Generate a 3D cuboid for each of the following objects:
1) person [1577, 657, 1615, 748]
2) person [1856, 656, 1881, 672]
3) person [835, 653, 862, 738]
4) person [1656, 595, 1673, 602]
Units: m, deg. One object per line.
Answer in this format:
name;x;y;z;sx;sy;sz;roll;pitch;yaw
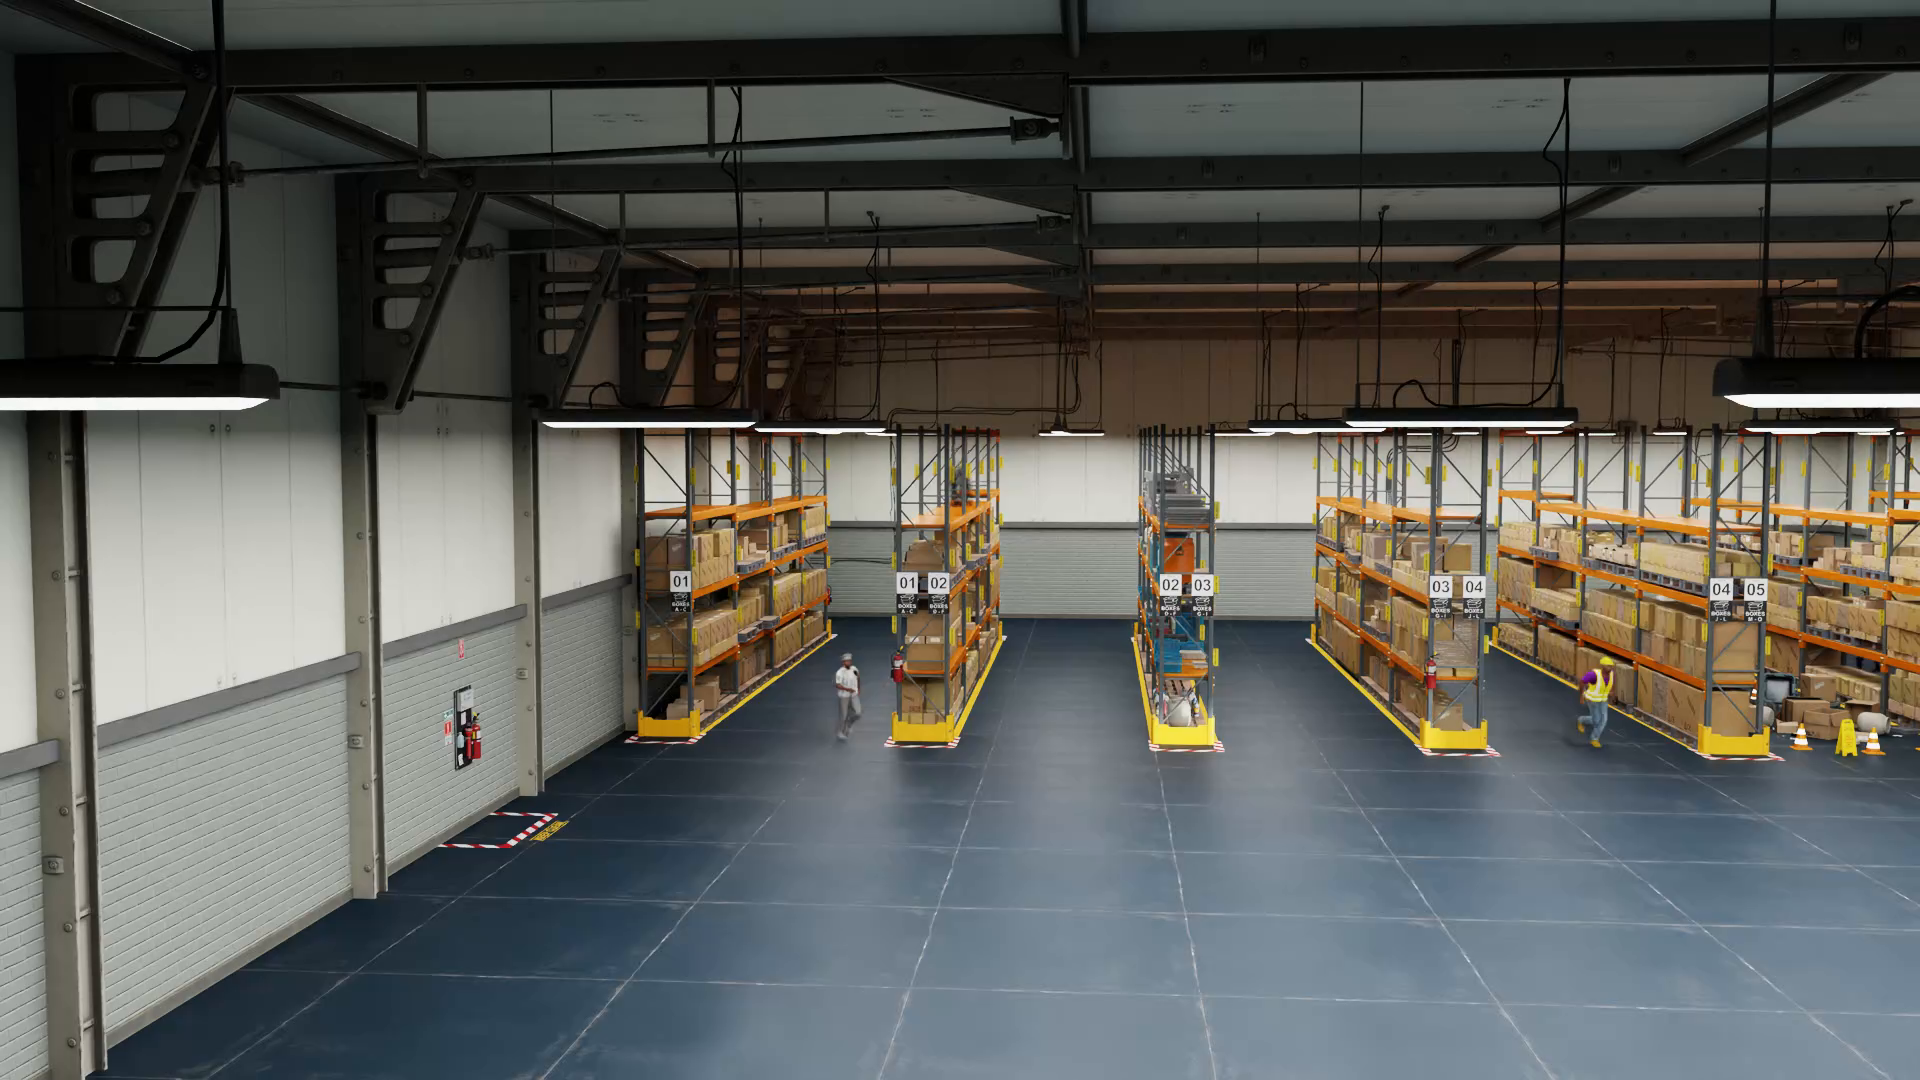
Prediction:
person;11.892;3.008;31.073;0.696;1.692;0.833;-1;4;-23
person;22.184;2.444;40.554;0.593;1.678;0.759;-1;4;-12
person;-2.101;2.961;31.604;0.592;1.655;0.763;-2;4;-28
person;19.899;1.996;47.124;0.580;1.717;0.698;0;3;-6
